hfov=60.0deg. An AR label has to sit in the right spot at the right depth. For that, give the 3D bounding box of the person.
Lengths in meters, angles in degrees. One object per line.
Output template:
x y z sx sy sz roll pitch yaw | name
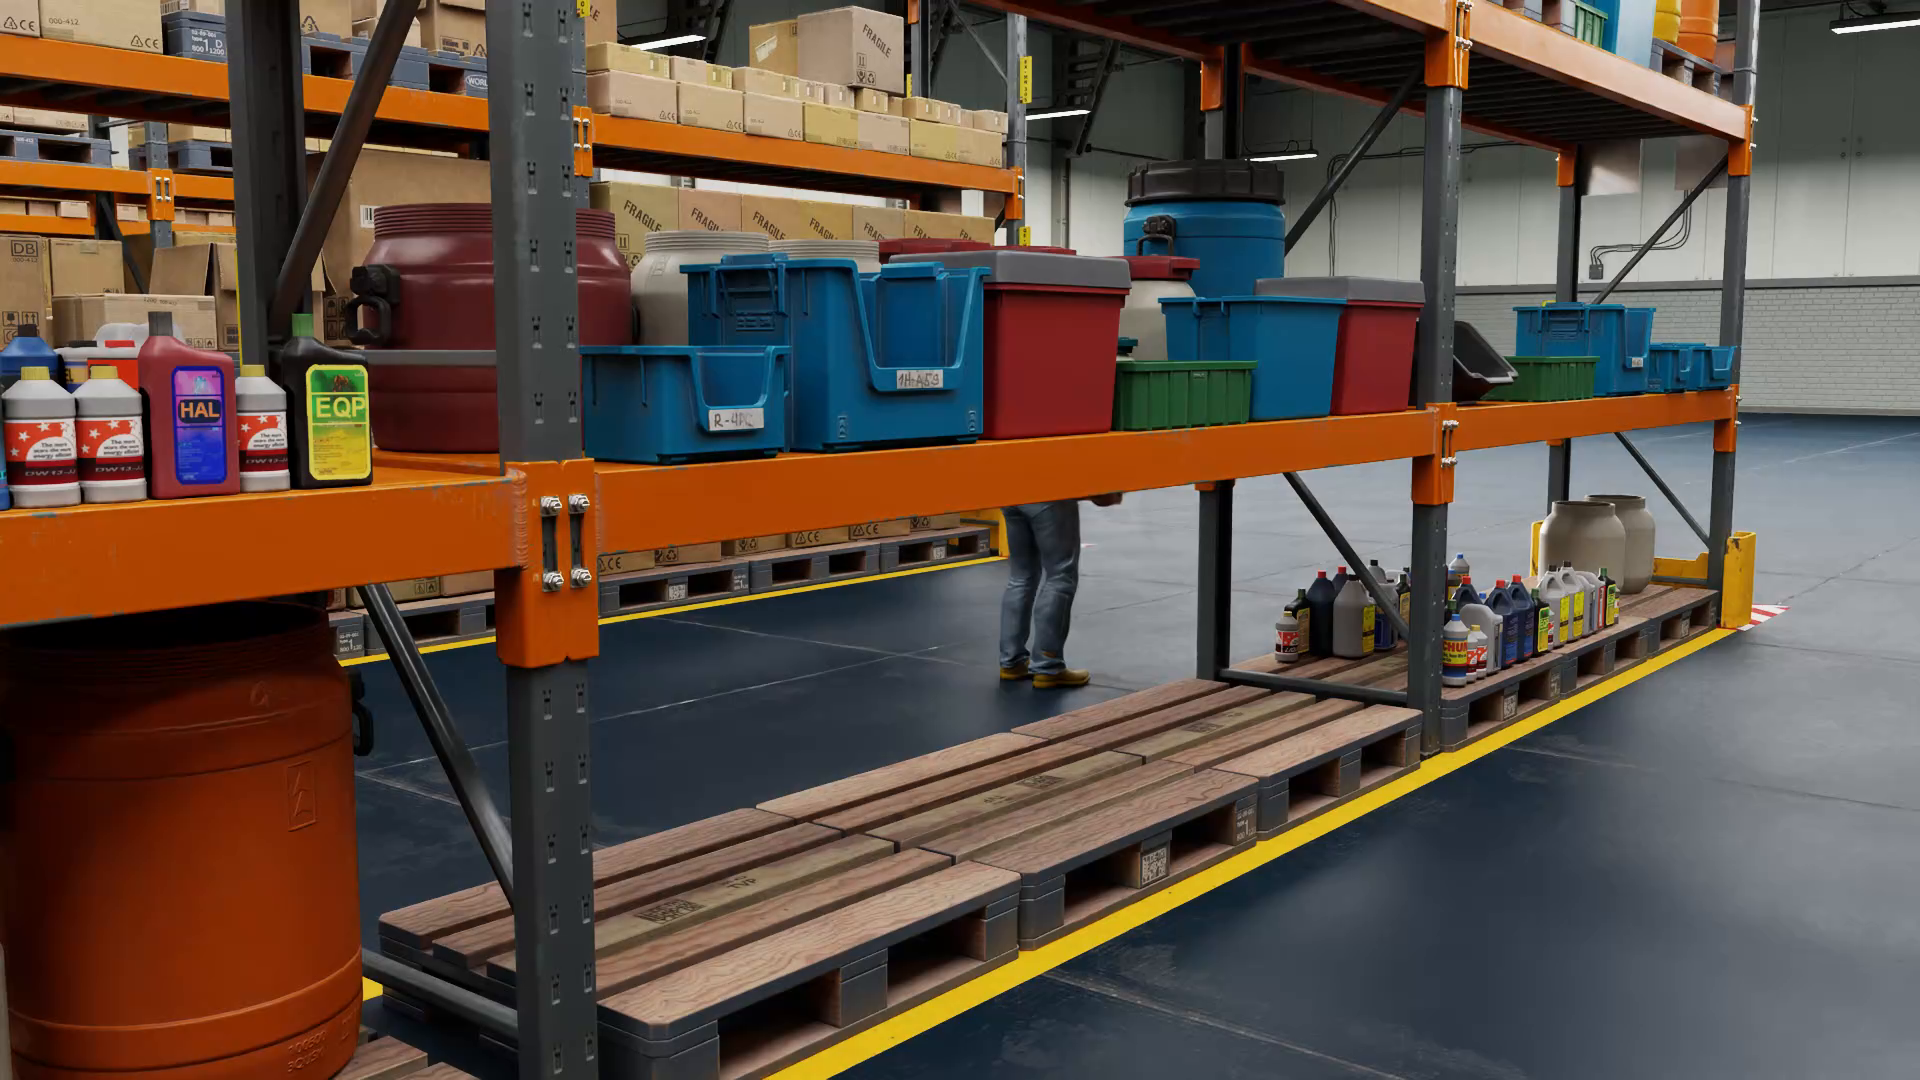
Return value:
0.430 -0.225 7.625 0.586 1.750 0.504 -5 8 -37 | person
